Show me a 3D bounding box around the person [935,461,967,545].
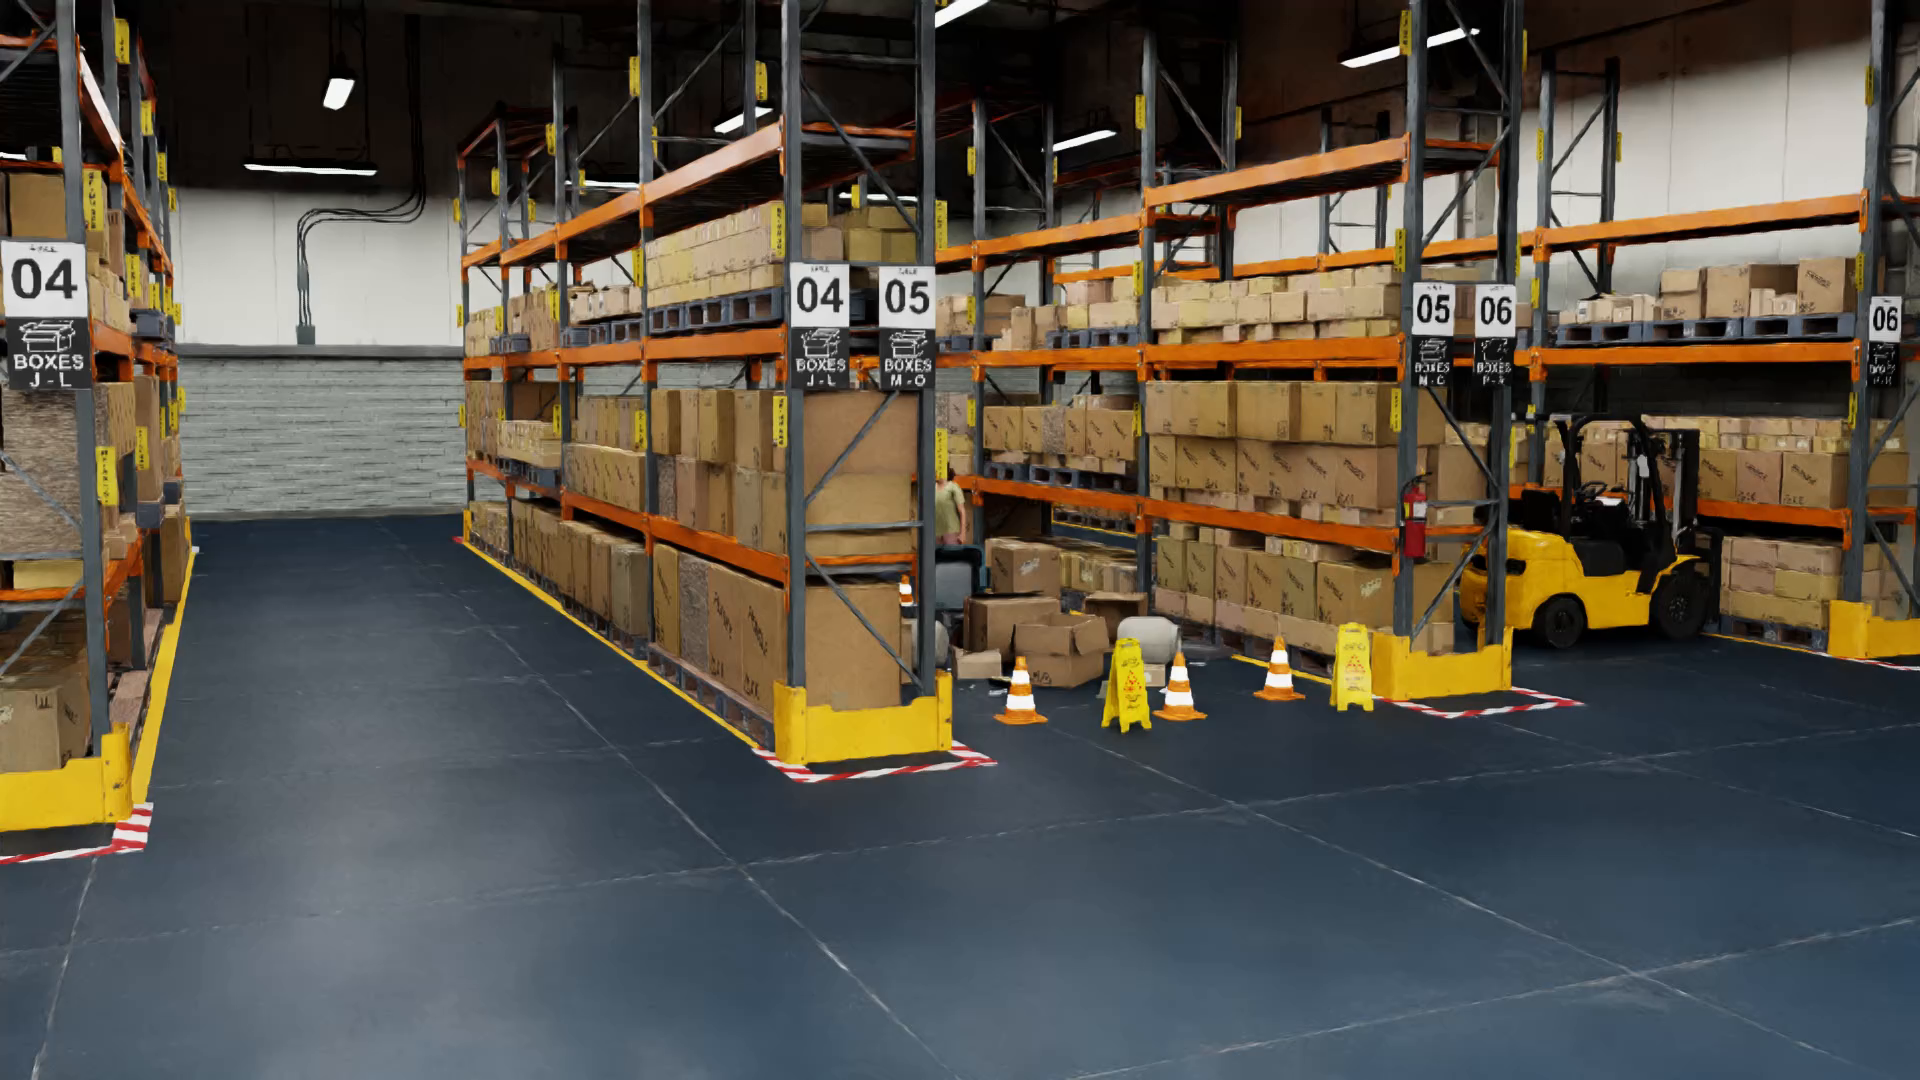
[{"bbox_3d":[-0.137,-0.028,17.339,0.594,1.664,0.476,3,6,30],"label":"person"}]
